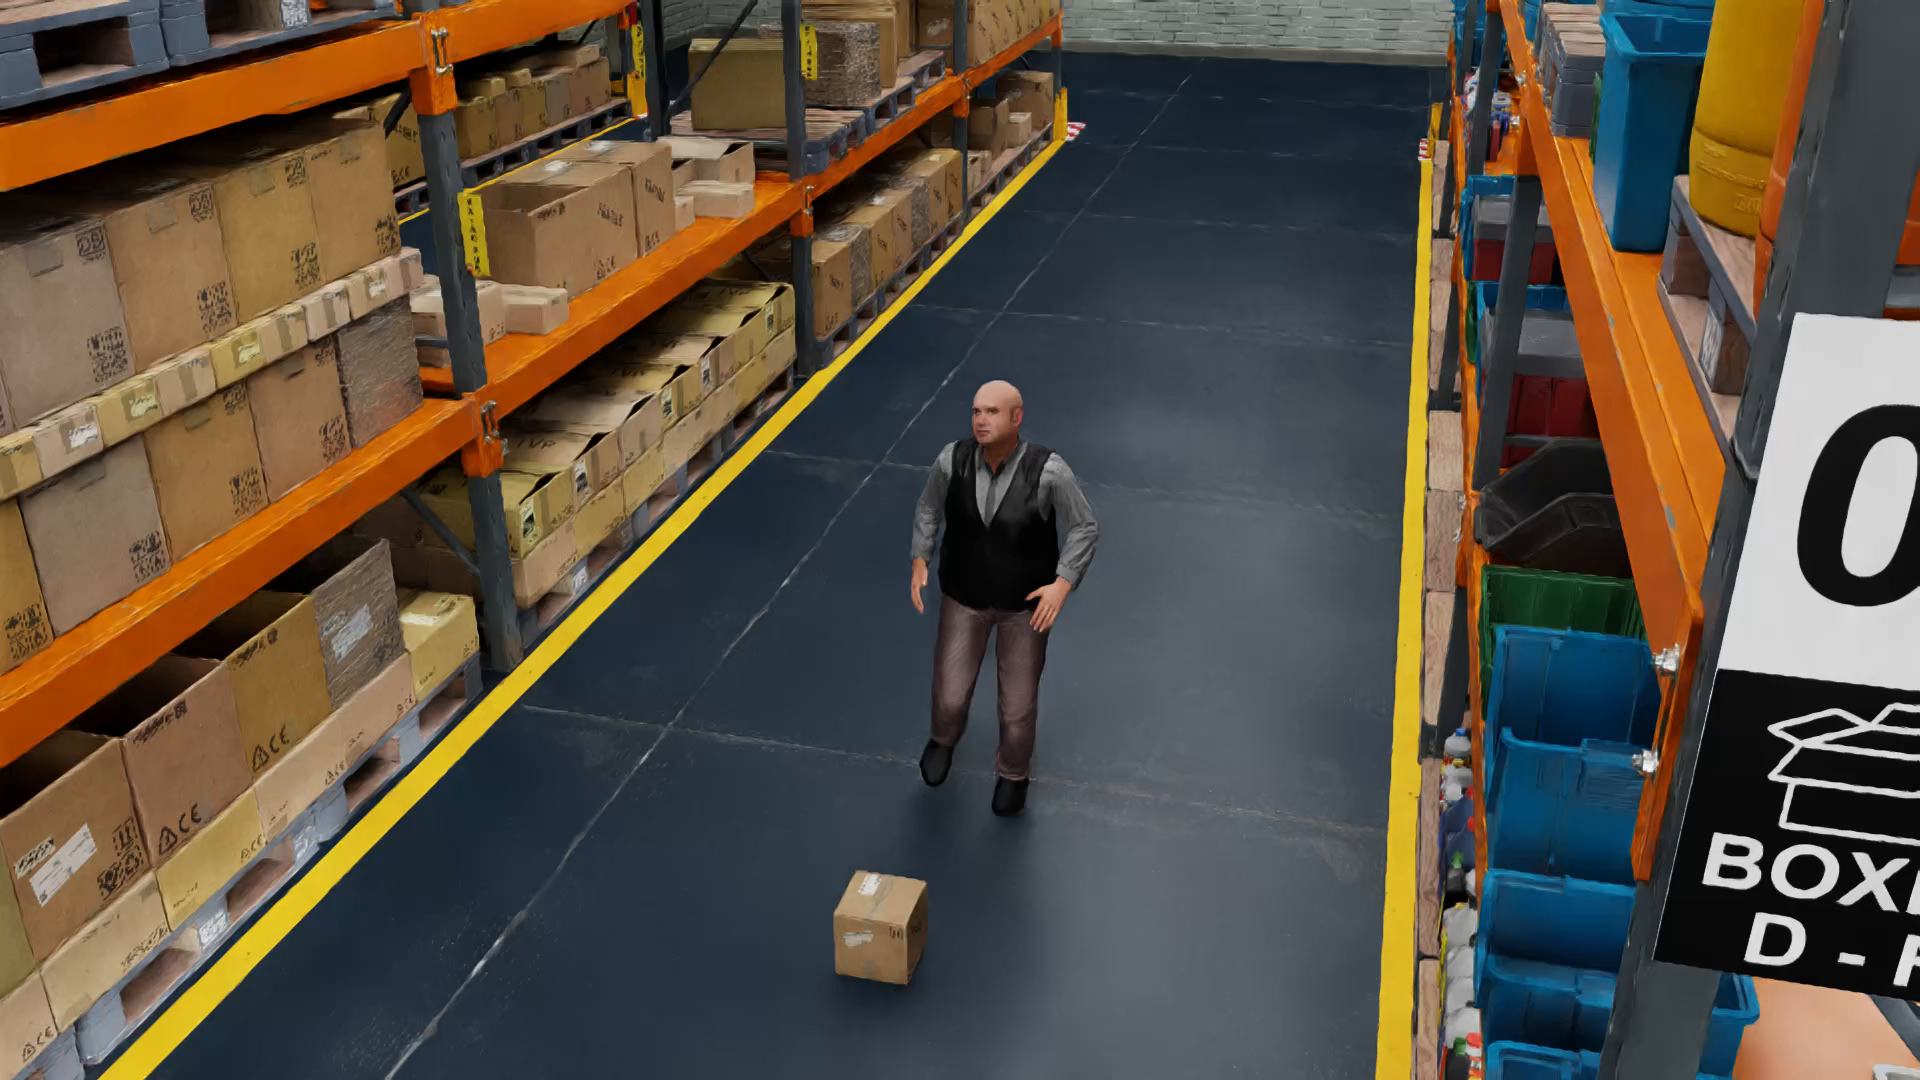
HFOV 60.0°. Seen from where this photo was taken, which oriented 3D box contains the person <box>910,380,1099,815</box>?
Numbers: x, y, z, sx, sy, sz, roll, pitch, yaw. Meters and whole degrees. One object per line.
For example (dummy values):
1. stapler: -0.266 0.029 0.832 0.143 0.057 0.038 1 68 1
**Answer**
1. person: 0.149 0.243 6.165 0.701 1.691 0.509 4 25 7
